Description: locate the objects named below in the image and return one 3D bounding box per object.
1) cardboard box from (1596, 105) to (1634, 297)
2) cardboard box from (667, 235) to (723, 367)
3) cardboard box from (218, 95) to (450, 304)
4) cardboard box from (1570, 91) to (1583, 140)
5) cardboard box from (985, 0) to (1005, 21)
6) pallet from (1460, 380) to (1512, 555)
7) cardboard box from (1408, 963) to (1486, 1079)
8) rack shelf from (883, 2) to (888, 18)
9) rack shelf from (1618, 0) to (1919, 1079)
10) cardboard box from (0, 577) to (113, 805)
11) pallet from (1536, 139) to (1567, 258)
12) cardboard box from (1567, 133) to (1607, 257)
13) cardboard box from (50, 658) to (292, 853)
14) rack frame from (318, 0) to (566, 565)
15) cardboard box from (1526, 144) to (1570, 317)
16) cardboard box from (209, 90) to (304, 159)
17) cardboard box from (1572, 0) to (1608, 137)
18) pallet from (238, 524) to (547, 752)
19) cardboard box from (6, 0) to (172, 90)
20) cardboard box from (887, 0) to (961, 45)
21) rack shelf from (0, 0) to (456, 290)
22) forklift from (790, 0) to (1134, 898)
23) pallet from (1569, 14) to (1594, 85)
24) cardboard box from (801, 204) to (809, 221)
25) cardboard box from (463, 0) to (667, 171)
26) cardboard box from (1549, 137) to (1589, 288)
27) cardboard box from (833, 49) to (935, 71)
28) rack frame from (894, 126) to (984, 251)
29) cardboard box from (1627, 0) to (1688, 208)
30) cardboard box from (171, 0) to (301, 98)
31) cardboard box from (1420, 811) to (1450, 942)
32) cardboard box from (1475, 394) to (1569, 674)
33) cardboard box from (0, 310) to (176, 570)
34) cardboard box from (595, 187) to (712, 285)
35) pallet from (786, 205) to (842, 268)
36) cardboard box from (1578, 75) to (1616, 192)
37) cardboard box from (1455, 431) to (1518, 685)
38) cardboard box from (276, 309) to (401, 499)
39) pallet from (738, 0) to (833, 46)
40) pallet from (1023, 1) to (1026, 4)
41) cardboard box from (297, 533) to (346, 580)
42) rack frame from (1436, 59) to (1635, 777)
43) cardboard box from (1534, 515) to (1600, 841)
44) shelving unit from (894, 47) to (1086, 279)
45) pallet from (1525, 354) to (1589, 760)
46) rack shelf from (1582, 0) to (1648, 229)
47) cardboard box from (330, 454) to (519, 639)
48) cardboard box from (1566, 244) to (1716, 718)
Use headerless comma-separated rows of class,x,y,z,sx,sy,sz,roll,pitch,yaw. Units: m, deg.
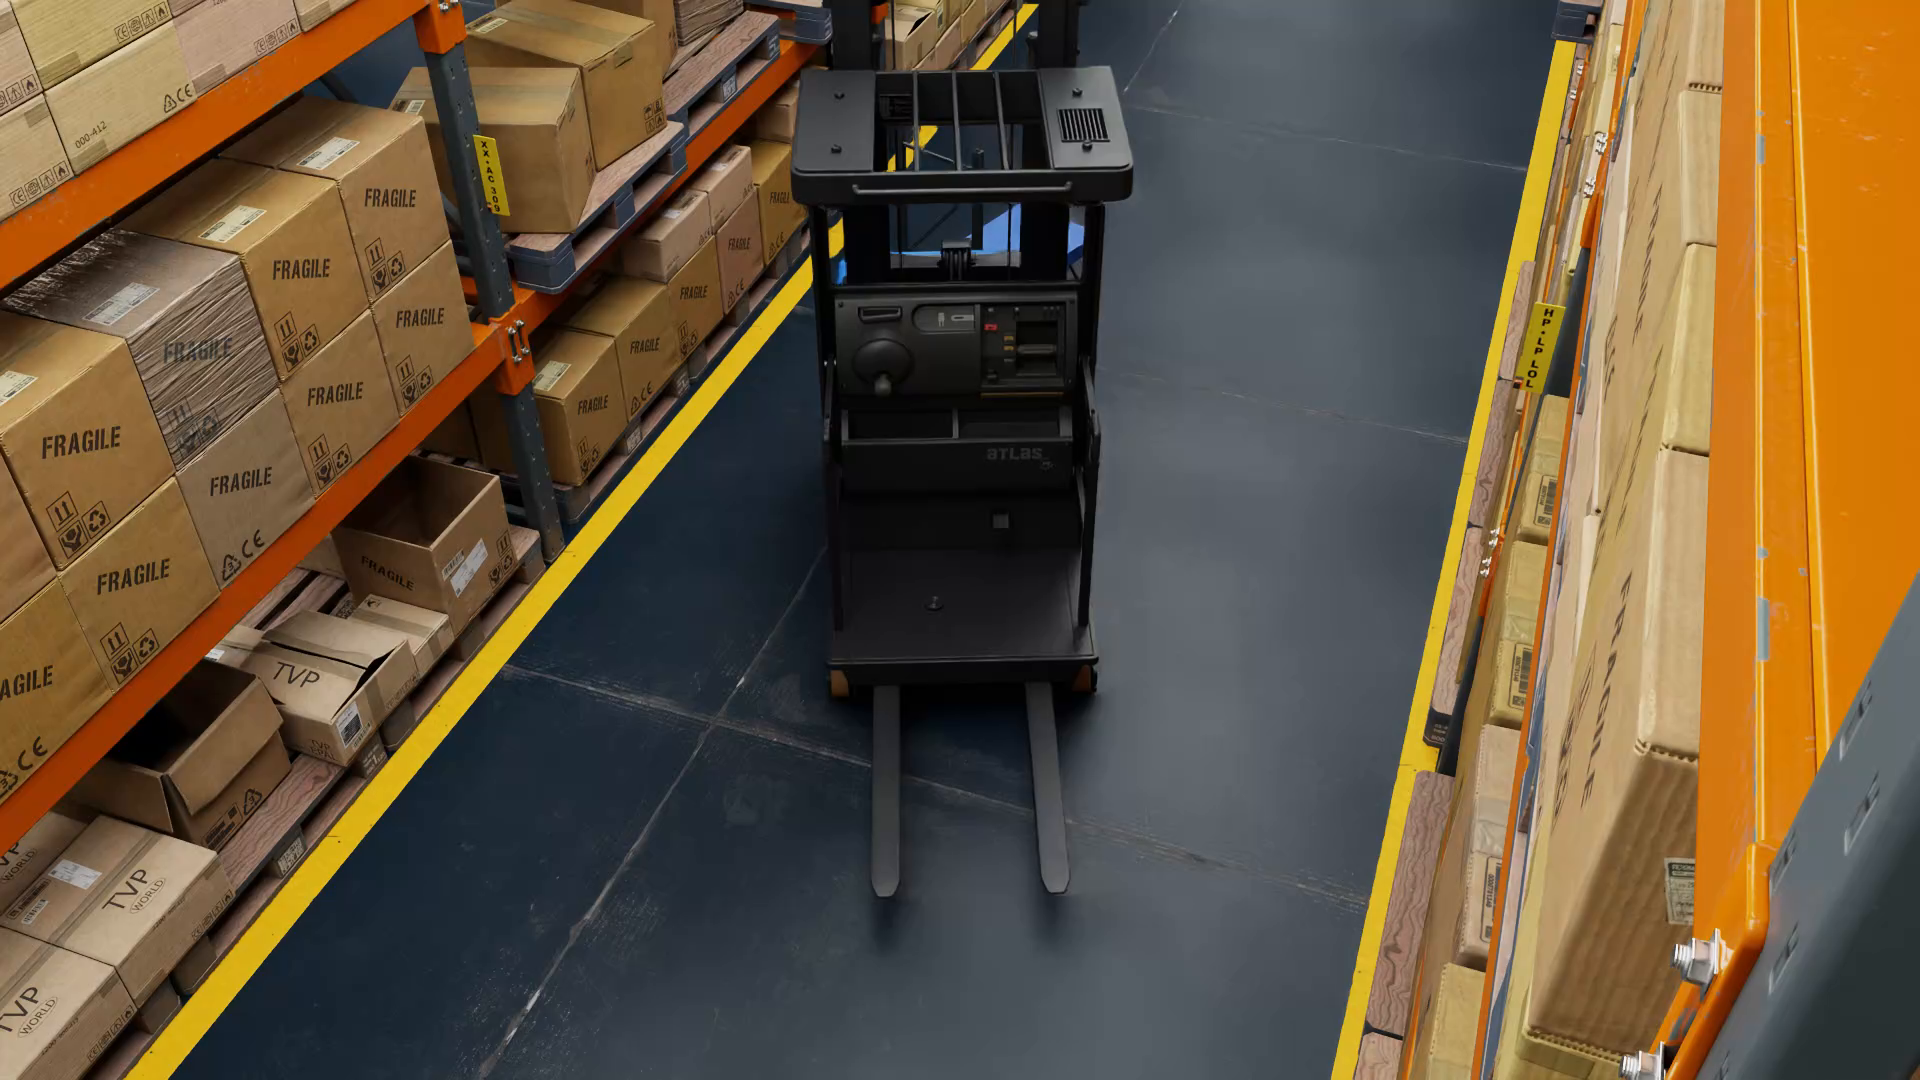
cardboard box,1.679,-0.692,3.608,0.500,0.250,0.500,12,42,14
cardboard box,-1.561,-1.266,8.464,0.500,0.500,0.500,14,42,16
cardboard box,-2.235,-1.230,5.987,0.500,0.500,0.500,14,42,15
cardboard box,3.124,-1.988,7.901,0.380,0.149,0.250,15,43,16
cardboard box,0.036,-3.923,11.786,0.500,0.250,0.500,14,42,16
pallet,2.959,-0.254,7.839,1.003,0.211,1.213,13,42,15
cardboard box,1.386,1.485,3.420,0.980,0.700,0.700,13,42,15
rack shelf,-0.254,-4.564,11.296,1.077,0.370,4.000,13,42,15
rack shelf,1.667,-0.717,2.474,1.077,0.370,4.000,13,42,15
cardboard box,-2.928,0.390,4.858,0.500,0.500,0.500,13,42,15
pallet,3.987,-1.936,9.810,1.003,0.211,1.213,13,42,15
cardboard box,2.454,-1.176,5.872,0.500,0.250,0.500,14,42,16
cardboard box,-2.943,0.751,6.096,0.797,0.503,0.637,13,42,15
rack frame,-2.305,-1.178,6.773,1.000,3.000,0.127,13,42,15
cardboard box,3.344,-1.443,8.417,0.750,0.750,0.750,13,42,15
cardboard box,-2.731,-1.371,6.153,0.500,0.500,0.500,14,43,16
cardboard box,3.124,-2.122,7.559,0.500,0.500,0.500,15,43,17
pallet,-2.541,0.302,7.188,1.003,0.211,1.213,13,42,15
cardboard box,-2.564,-1.487,4.554,0.500,0.250,0.500,13,42,15
cardboard box,-0.311,-3.521,10.883,0.500,0.311,0.500,12,42,14
rack shelf,-2.989,-0.825,4.603,1.077,0.370,4.000,13,42,15
forklift,-0.003,-0.671,6.232,1.130,2.935,3.031,-1,40,-1
pallet,4.822,-3.424,11.554,1.003,0.211,1.213,13,42,15
cardboard box,-1.037,-2.211,9.572,0.500,0.500,0.500,15,43,17
cardboard box,-1.758,-2.048,7.393,0.700,0.500,0.500,20,44,22
cardboard box,2.617,-1.195,6.471,0.500,0.500,0.500,13,42,15
cardboard box,-0.483,-2.986,10.687,0.500,0.250,0.500,13,42,15
rack frame,-0.099,-1.263,8.028,0.500,1.500,0.032,27,47,28
cardboard box,1.674,-0.960,3.344,0.500,0.500,0.500,12,42,14
cardboard box,-2.403,-1.604,5.077,0.500,0.250,0.500,13,42,15
cardboard box,1.999,1.144,5.654,0.700,0.500,0.500,14,42,16
cardboard box,2.150,0.132,5.006,0.980,0.700,0.700,14,42,16
cardboard box,-2.753,-0.303,4.901,0.500,0.500,0.500,13,42,15
cardboard box,-1.569,-1.530,8.196,0.500,0.250,0.500,13,42,15
pallet,-1.228,-2.110,10.014,1.003,0.211,1.213,13,42,15
cardboard box,2.629,-1.487,6.236,0.500,0.250,0.500,14,42,16
cardboard box,2.451,0.152,6.547,0.750,0.750,0.750,14,42,16
cardboard box,-2.410,-0.539,5.948,0.500,0.500,0.500,14,43,16
pallet,-1.103,-3.116,9.192,1.213,0.211,1.003,13,42,15
pallet,0.215,-4.538,12.860,1.003,0.211,1.213,13,42,15
cardboard box,-2.652,-0.114,7.259,0.500,0.311,0.500,13,42,15
rack frame,2.351,-0.081,5.487,1.000,3.000,0.127,13,42,15
cardboard box,1.161,0.254,2.499,0.500,0.250,0.500,12,42,13
shelving unit,0.218,-1.521,8.331,0.538,1.500,1.048,27,47,28
pallet,1.642,0.050,3.091,1.003,0.211,1.213,13,42,15
rack shelf,3.035,-2.168,6.177,1.077,0.370,4.000,13,42,15
cardboard box,-2.234,0.016,6.961,0.500,0.500,0.500,13,42,15
cardboard box,1.158,-0.018,2.240,0.500,0.500,0.500,15,43,16
